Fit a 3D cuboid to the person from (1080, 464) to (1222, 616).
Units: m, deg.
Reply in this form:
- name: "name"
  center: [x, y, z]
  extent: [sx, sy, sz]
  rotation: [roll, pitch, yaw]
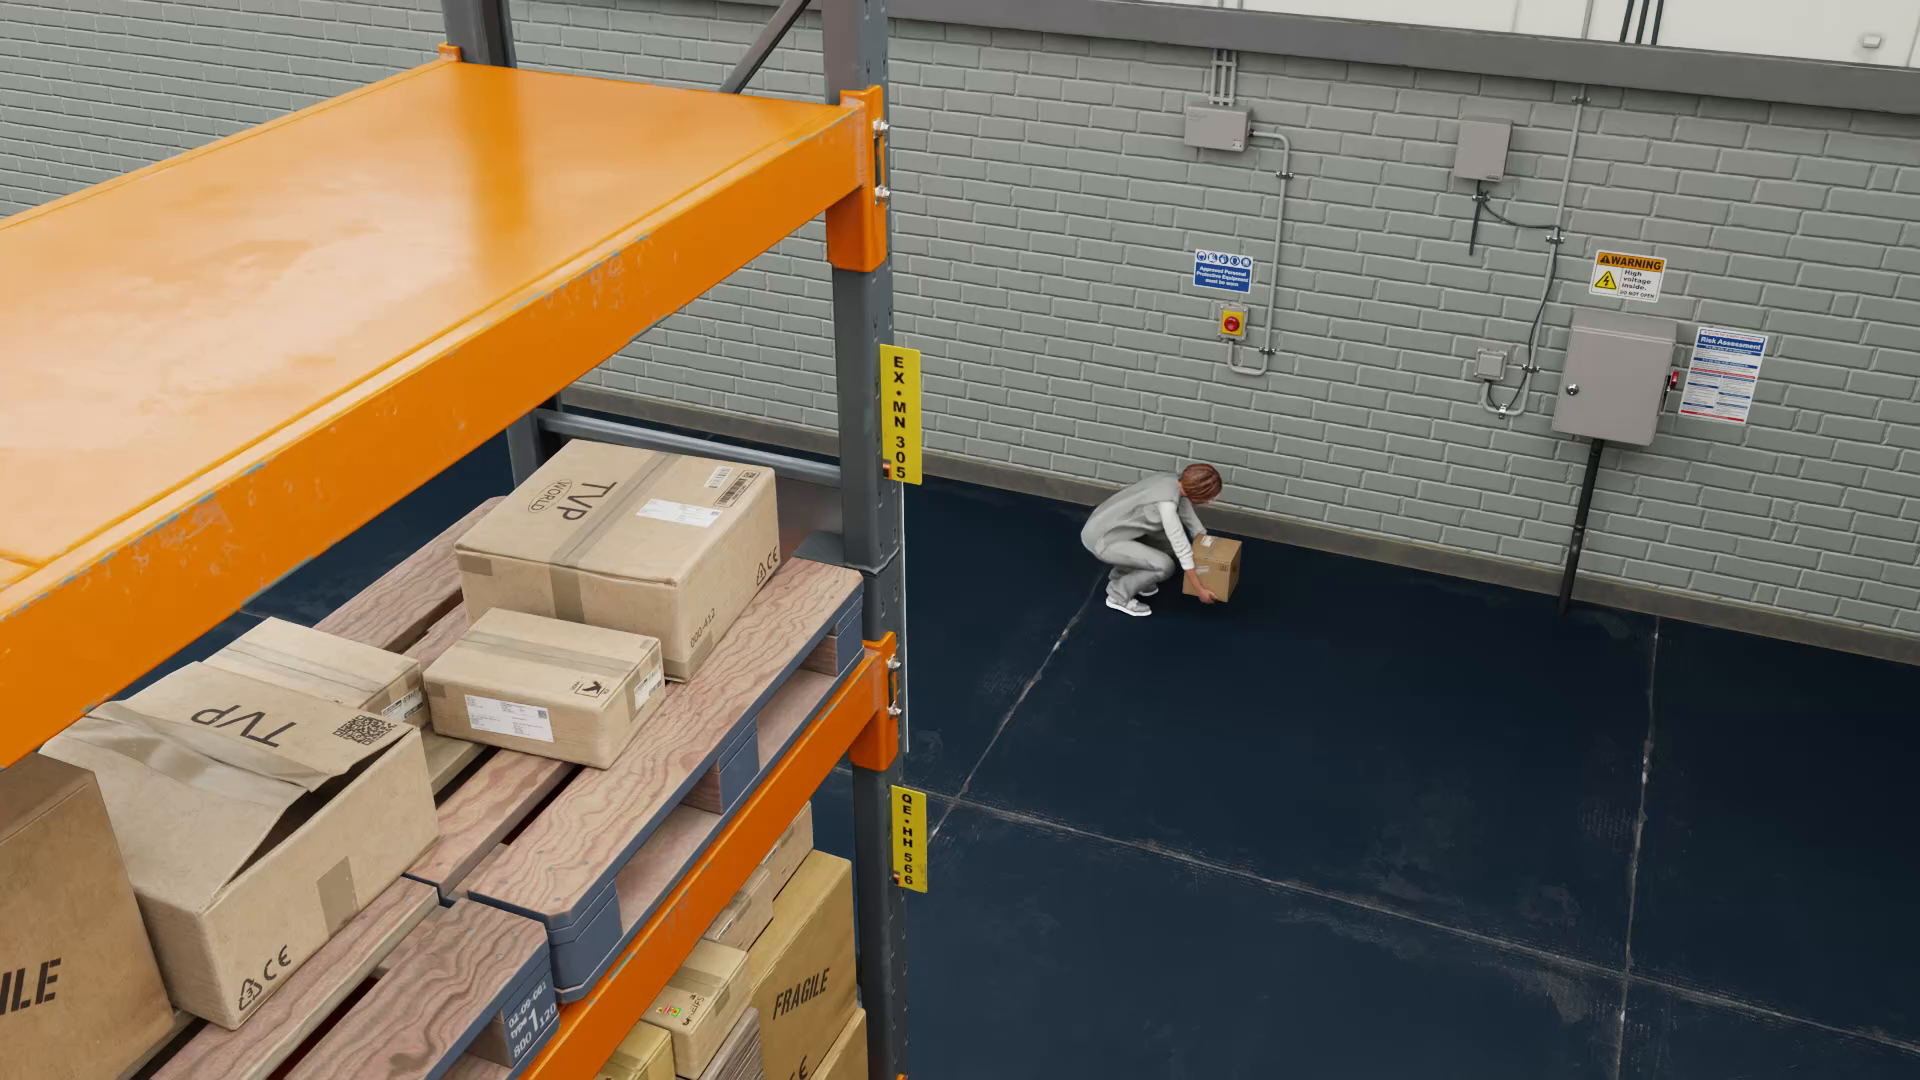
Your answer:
- name: "person"
  center: [1.075, -0.019, 9.141]
  extent: [0.822, 0.894, 0.423]
  rotation: [11, 32, 18]
